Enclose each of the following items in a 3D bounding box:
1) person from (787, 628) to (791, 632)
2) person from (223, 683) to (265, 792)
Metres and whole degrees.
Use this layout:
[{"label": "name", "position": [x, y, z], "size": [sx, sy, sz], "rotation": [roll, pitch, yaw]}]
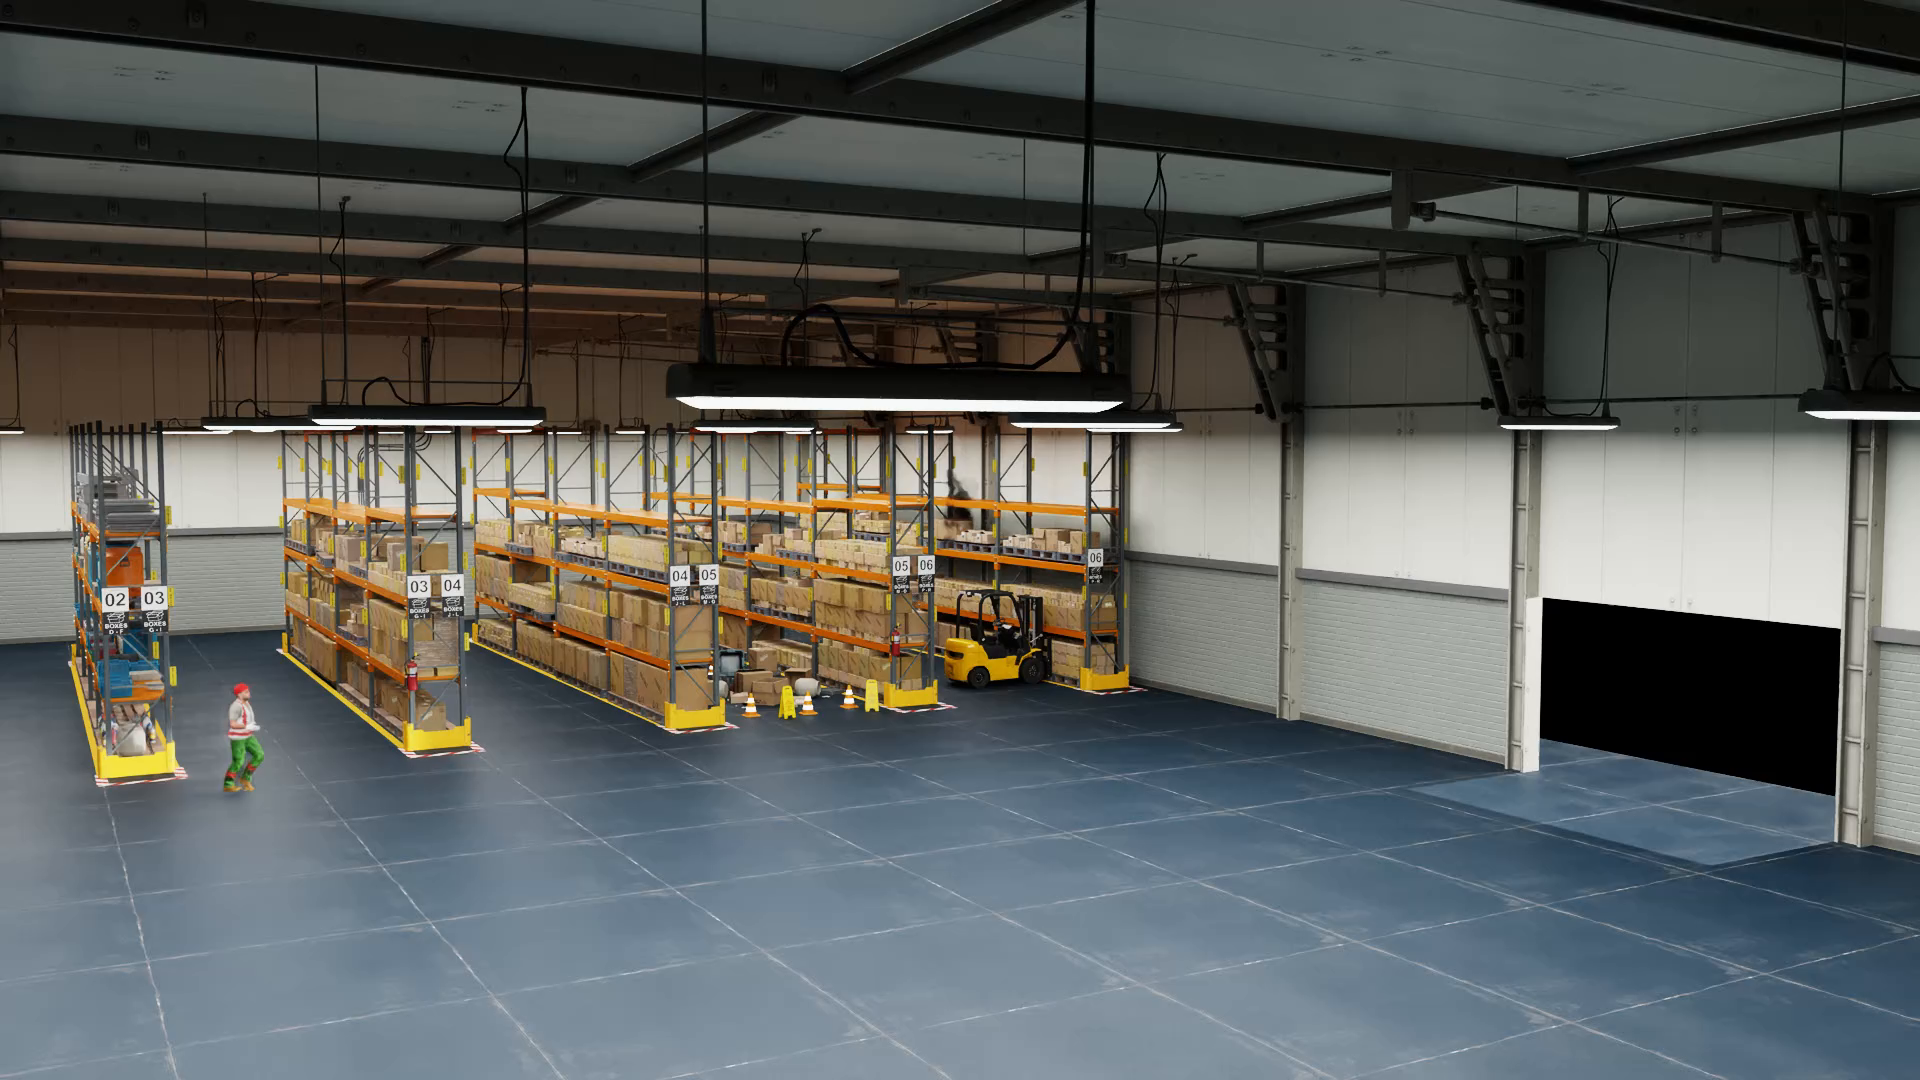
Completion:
[{"label": "person", "position": [-5.091, 1.974, 47.556], "size": [0.563, 1.628, 0.677], "rotation": [-3, 5, -42]}, {"label": "person", "position": [-11.502, 3.185, 26.706], "size": [0.713, 1.780, 0.627], "rotation": [0, 4, 8]}]
